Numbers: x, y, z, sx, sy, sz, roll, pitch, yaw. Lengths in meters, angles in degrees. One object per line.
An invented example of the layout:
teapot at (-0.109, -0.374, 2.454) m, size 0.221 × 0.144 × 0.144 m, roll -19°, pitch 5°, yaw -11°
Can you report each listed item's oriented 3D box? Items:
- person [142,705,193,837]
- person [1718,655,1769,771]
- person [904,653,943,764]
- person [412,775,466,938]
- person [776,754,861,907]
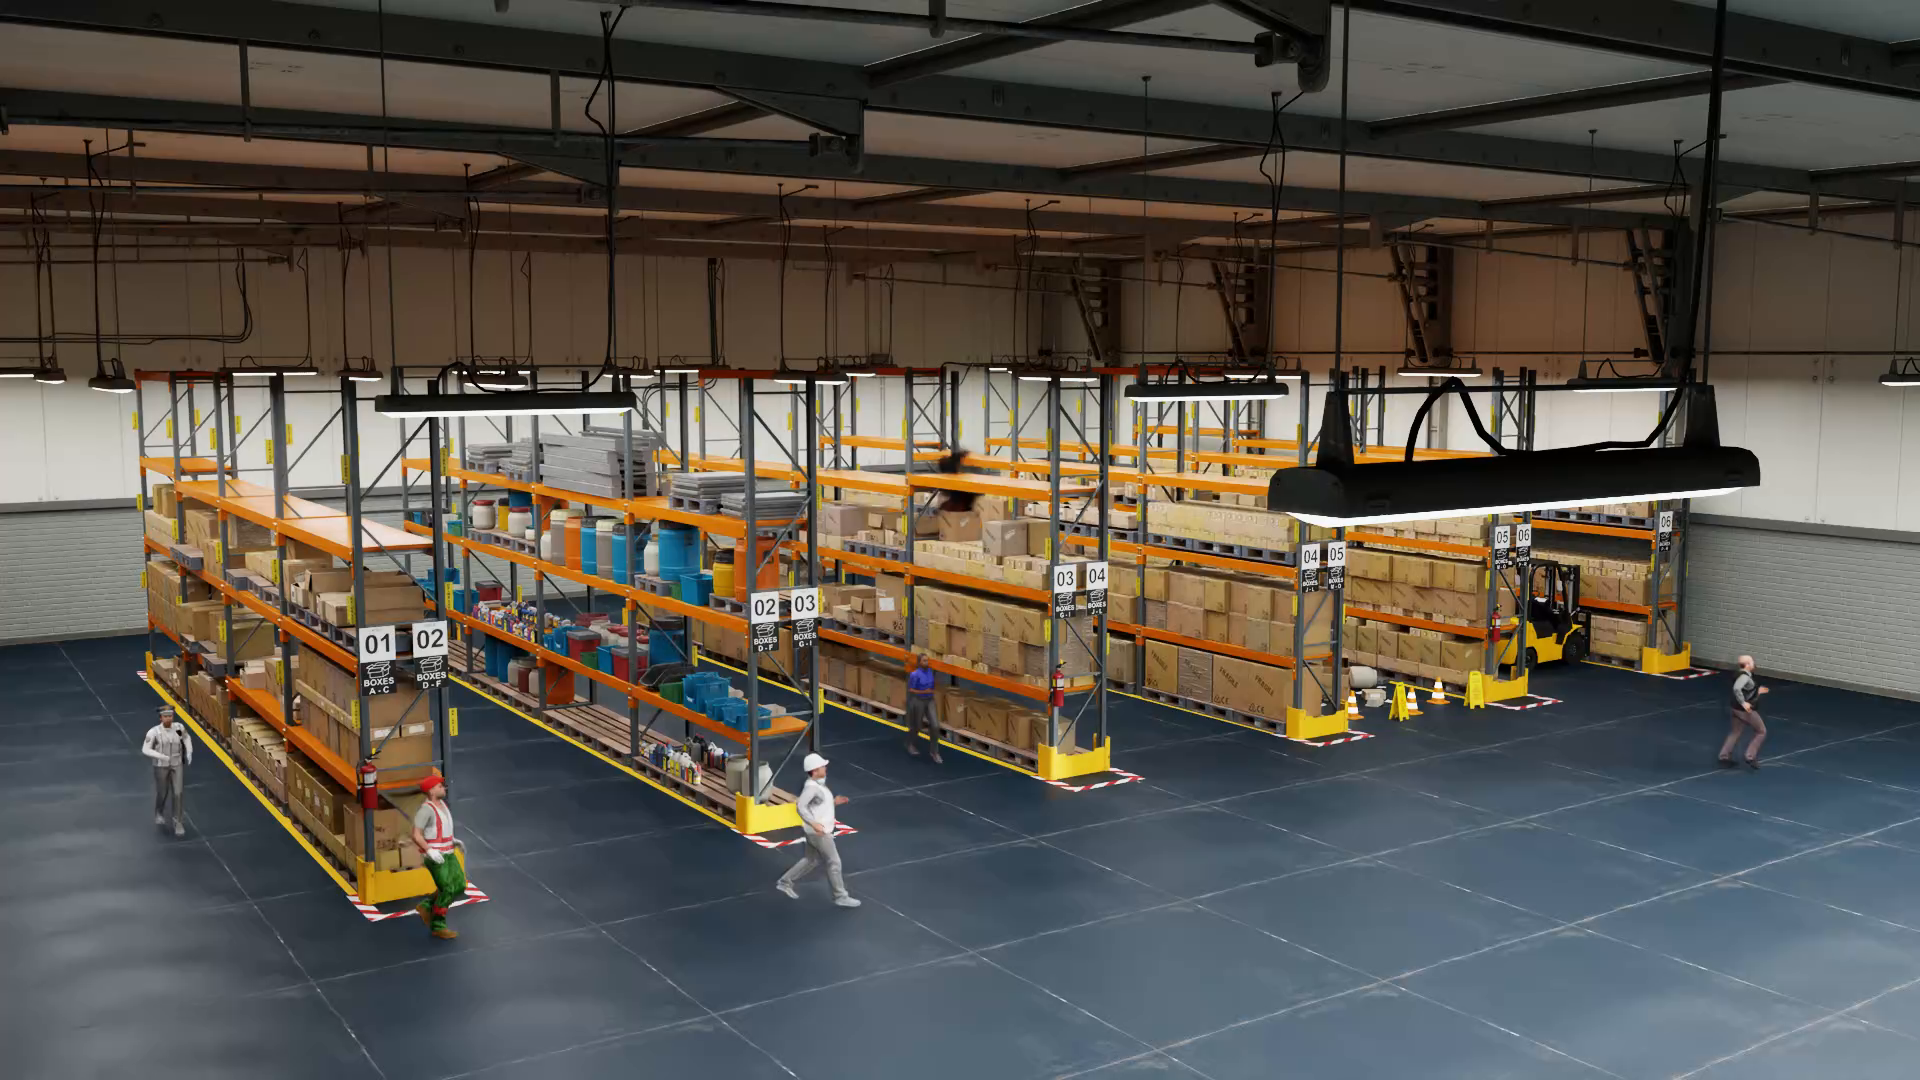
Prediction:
person at (-10.481, 3.009, 22.027) m, size 0.633 × 1.720 × 0.826 m, roll -5°, pitch 8°, yaw -37°
person at (11.934, 2.630, 25.286) m, size 0.699 × 1.763 × 0.638 m, roll 0°, pitch 6°, yaw 3°
person at (-0.592, 2.604, 25.865) m, size 0.564 × 1.703 × 0.794 m, roll -5°, pitch 8°, yaw -35°
person at (-5.679, 3.436, 18.138) m, size 0.539 × 1.738 × 0.703 m, roll 1°, pitch 7°, yaw 8°
person at (-1.615, 3.298, 18.909) m, size 0.963 × 1.763 × 0.655 m, roll -1°, pitch 7°, yaw -8°
